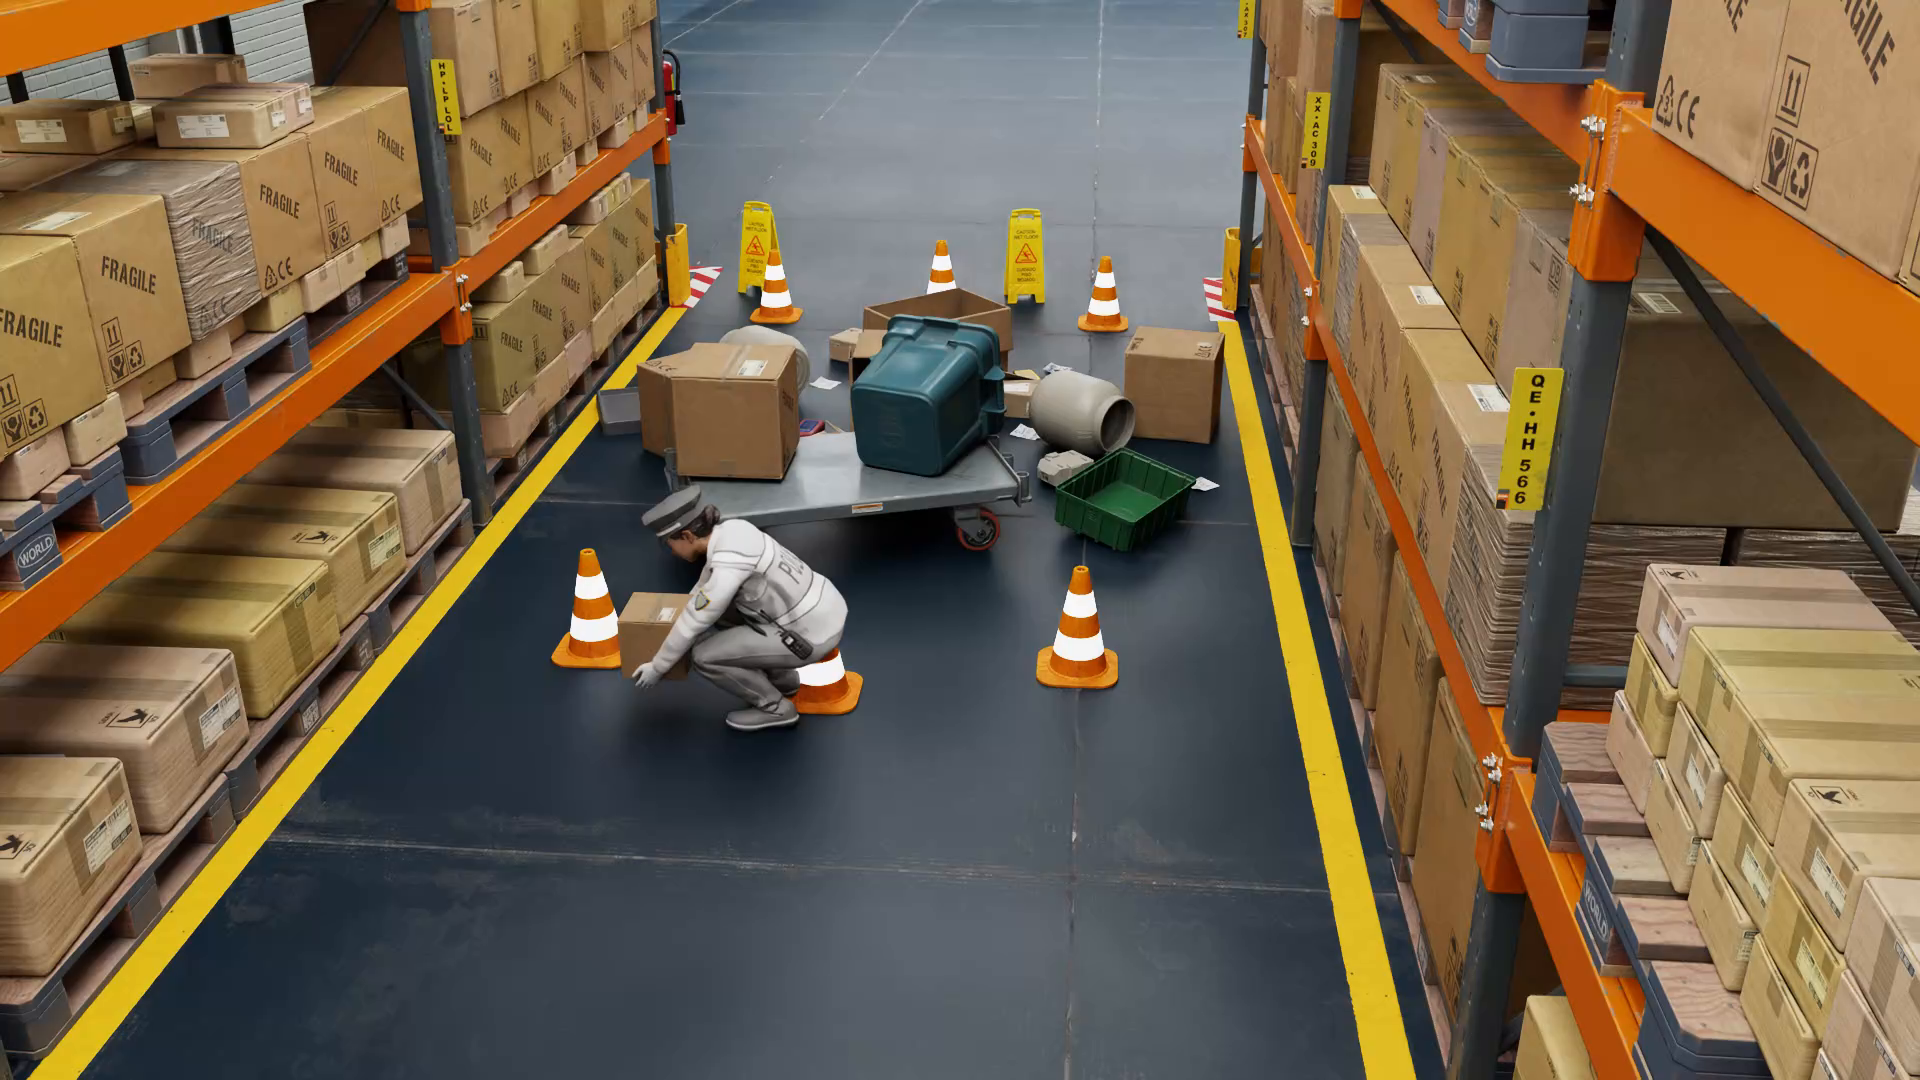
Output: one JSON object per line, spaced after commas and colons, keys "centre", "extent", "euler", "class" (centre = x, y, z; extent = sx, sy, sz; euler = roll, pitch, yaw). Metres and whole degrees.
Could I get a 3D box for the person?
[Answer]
{"centre": [-0.849, 0.262, 6.418], "extent": [0.815, 1.011, 0.477], "euler": [2, 25, 4], "class": "person"}
